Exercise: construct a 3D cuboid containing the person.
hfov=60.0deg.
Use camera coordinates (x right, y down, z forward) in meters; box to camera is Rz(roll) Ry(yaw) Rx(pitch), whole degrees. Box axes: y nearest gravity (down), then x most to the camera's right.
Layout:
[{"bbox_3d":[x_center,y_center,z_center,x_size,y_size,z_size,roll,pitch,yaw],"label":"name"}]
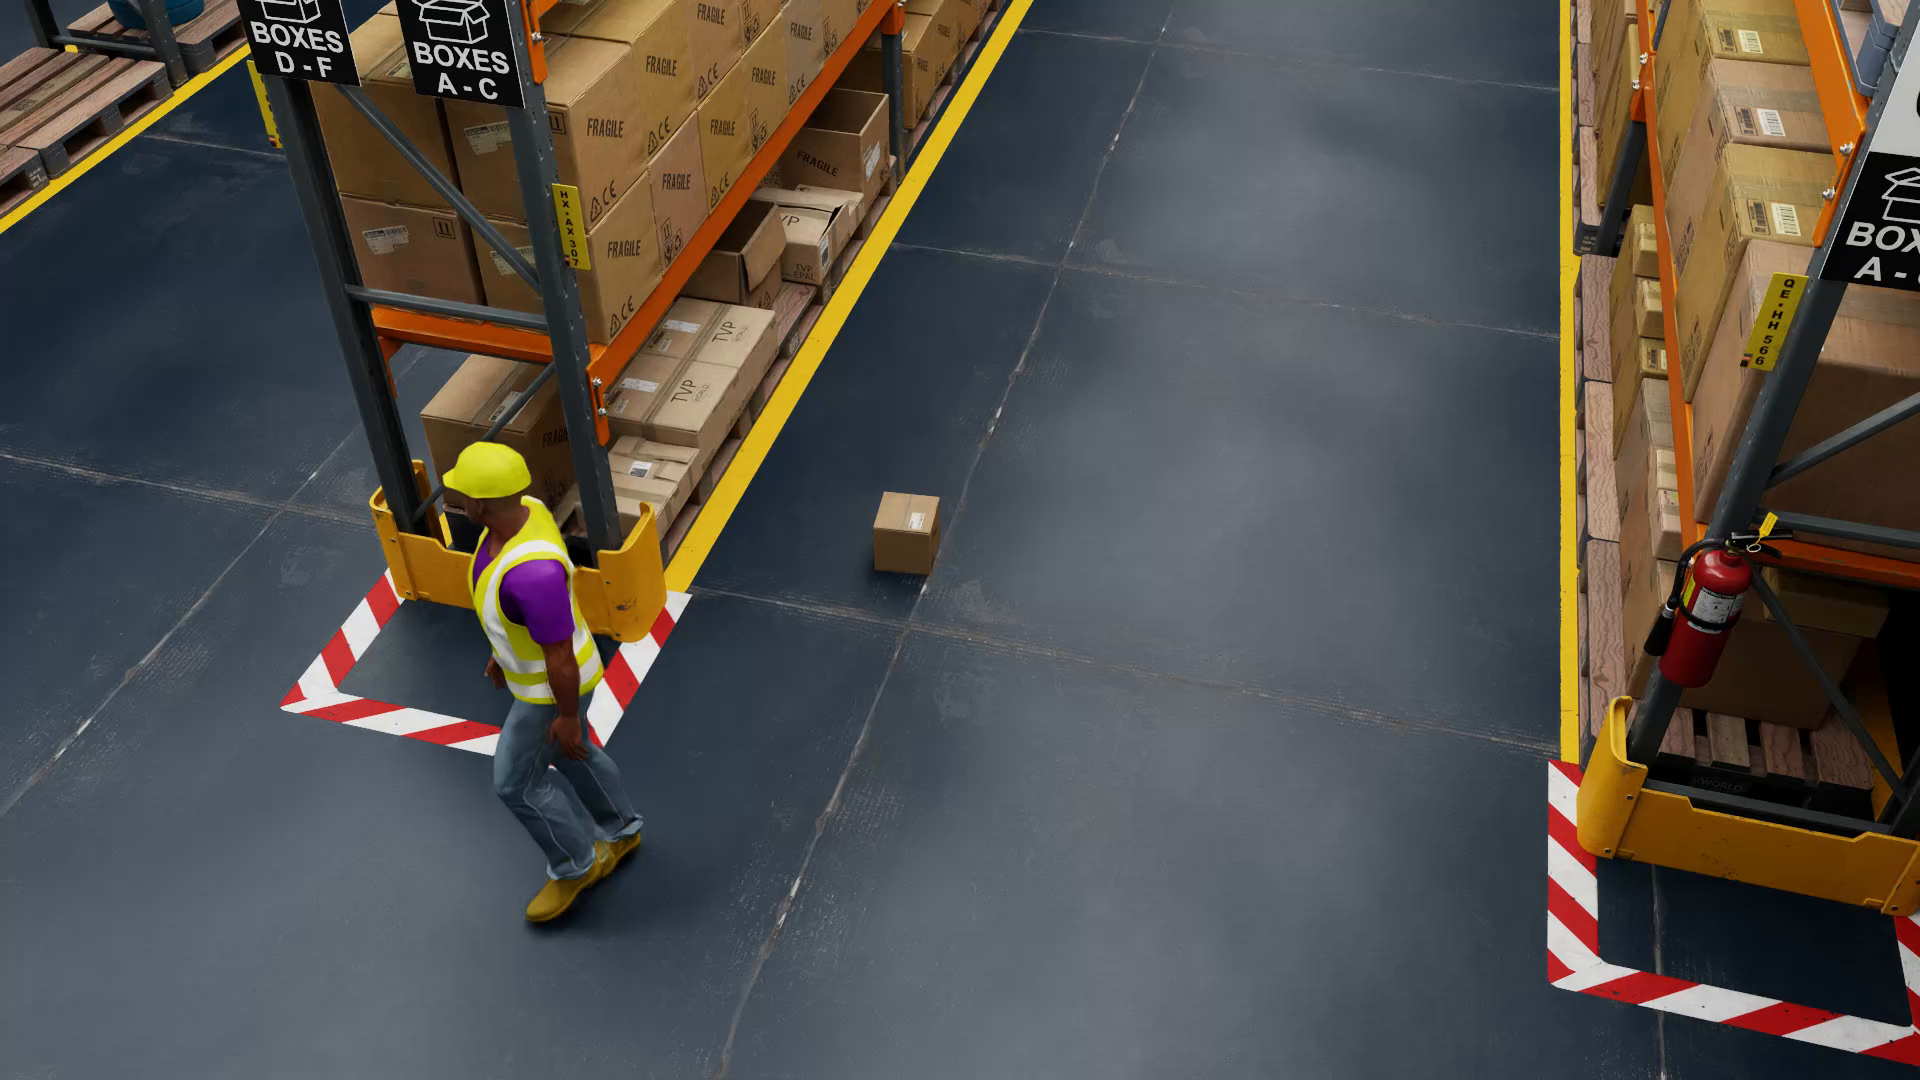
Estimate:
[{"bbox_3d":[-1.418,0.455,5.587,0.485,1.751,0.671,-16,43,-17],"label":"person"}]
